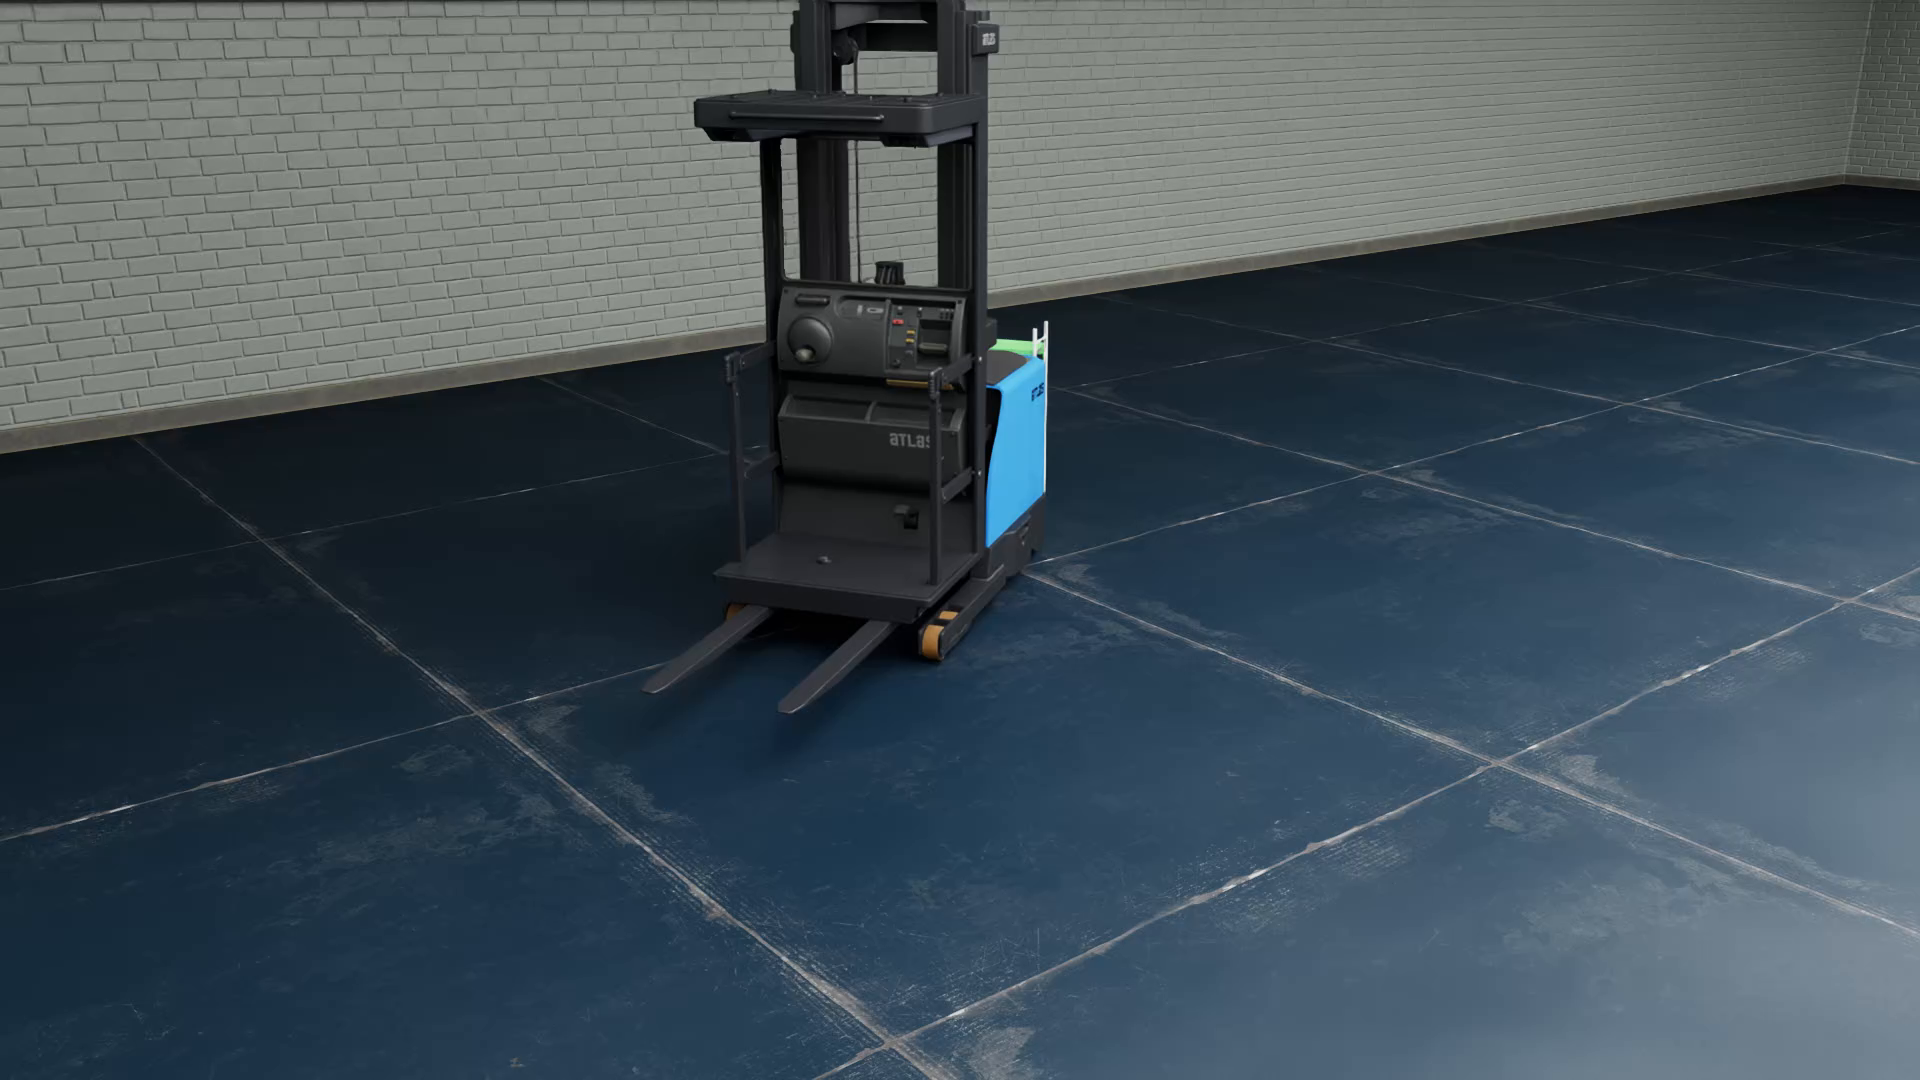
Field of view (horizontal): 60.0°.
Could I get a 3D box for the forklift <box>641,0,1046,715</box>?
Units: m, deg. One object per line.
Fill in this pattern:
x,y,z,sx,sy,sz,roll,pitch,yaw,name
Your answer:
-0.491,-0.977,7.651,1.130,2.935,3.031,6,19,18,forklift

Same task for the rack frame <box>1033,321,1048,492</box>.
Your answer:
0.441,-0.607,9.288,0.015,1.200,0.240,6,19,18,rack frame

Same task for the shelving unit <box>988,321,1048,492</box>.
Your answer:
0.211,-0.632,9.363,0.503,1.200,0.258,6,19,18,shelving unit

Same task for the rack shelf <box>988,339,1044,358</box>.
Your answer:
0.211,-1.028,9.233,0.480,0.148,0.258,6,19,18,rack shelf
